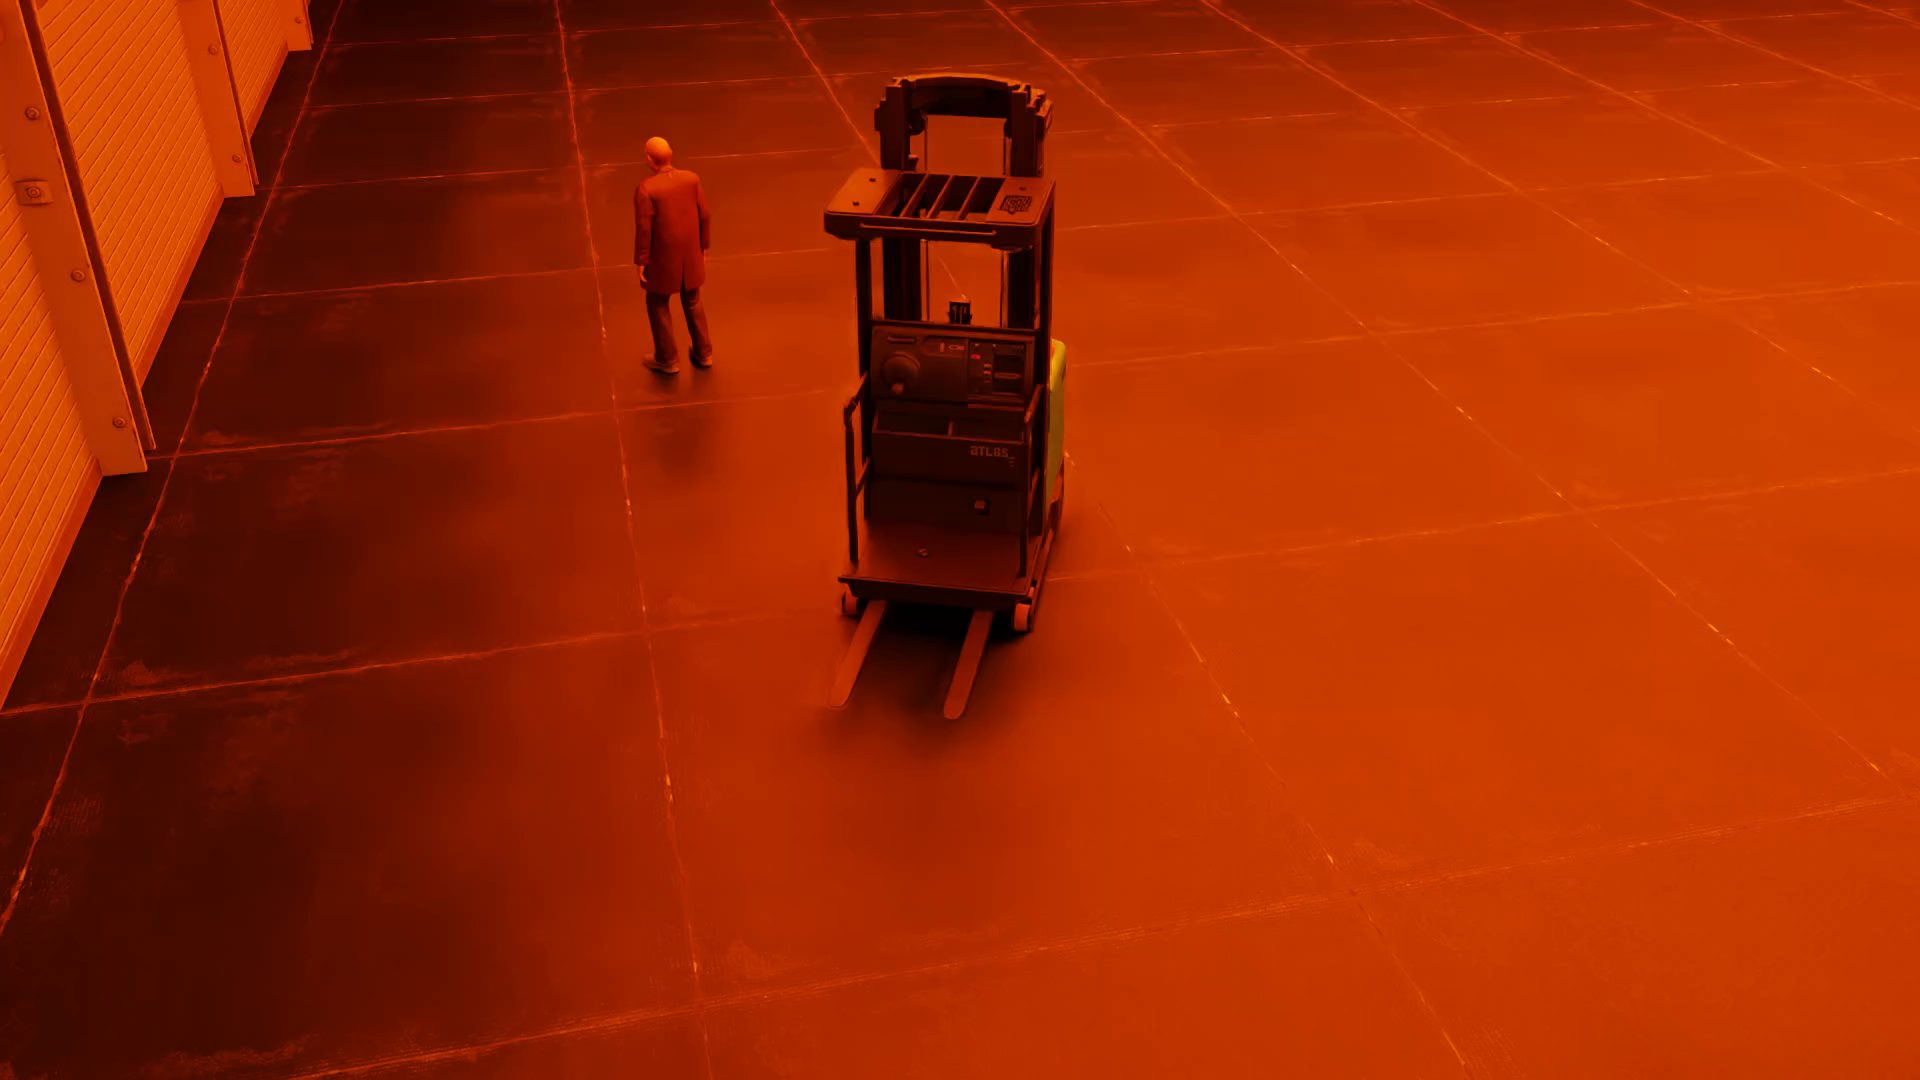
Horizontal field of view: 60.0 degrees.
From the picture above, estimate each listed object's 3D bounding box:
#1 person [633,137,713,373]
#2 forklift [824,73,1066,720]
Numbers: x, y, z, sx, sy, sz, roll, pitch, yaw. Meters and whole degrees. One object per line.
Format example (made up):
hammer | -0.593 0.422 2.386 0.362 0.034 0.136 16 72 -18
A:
person | -2.155 -2.110 12.412 0.647 1.745 0.447 -21 36 -32
forklift | -0.080 -0.936 9.191 1.130 2.935 3.031 5 30 9
